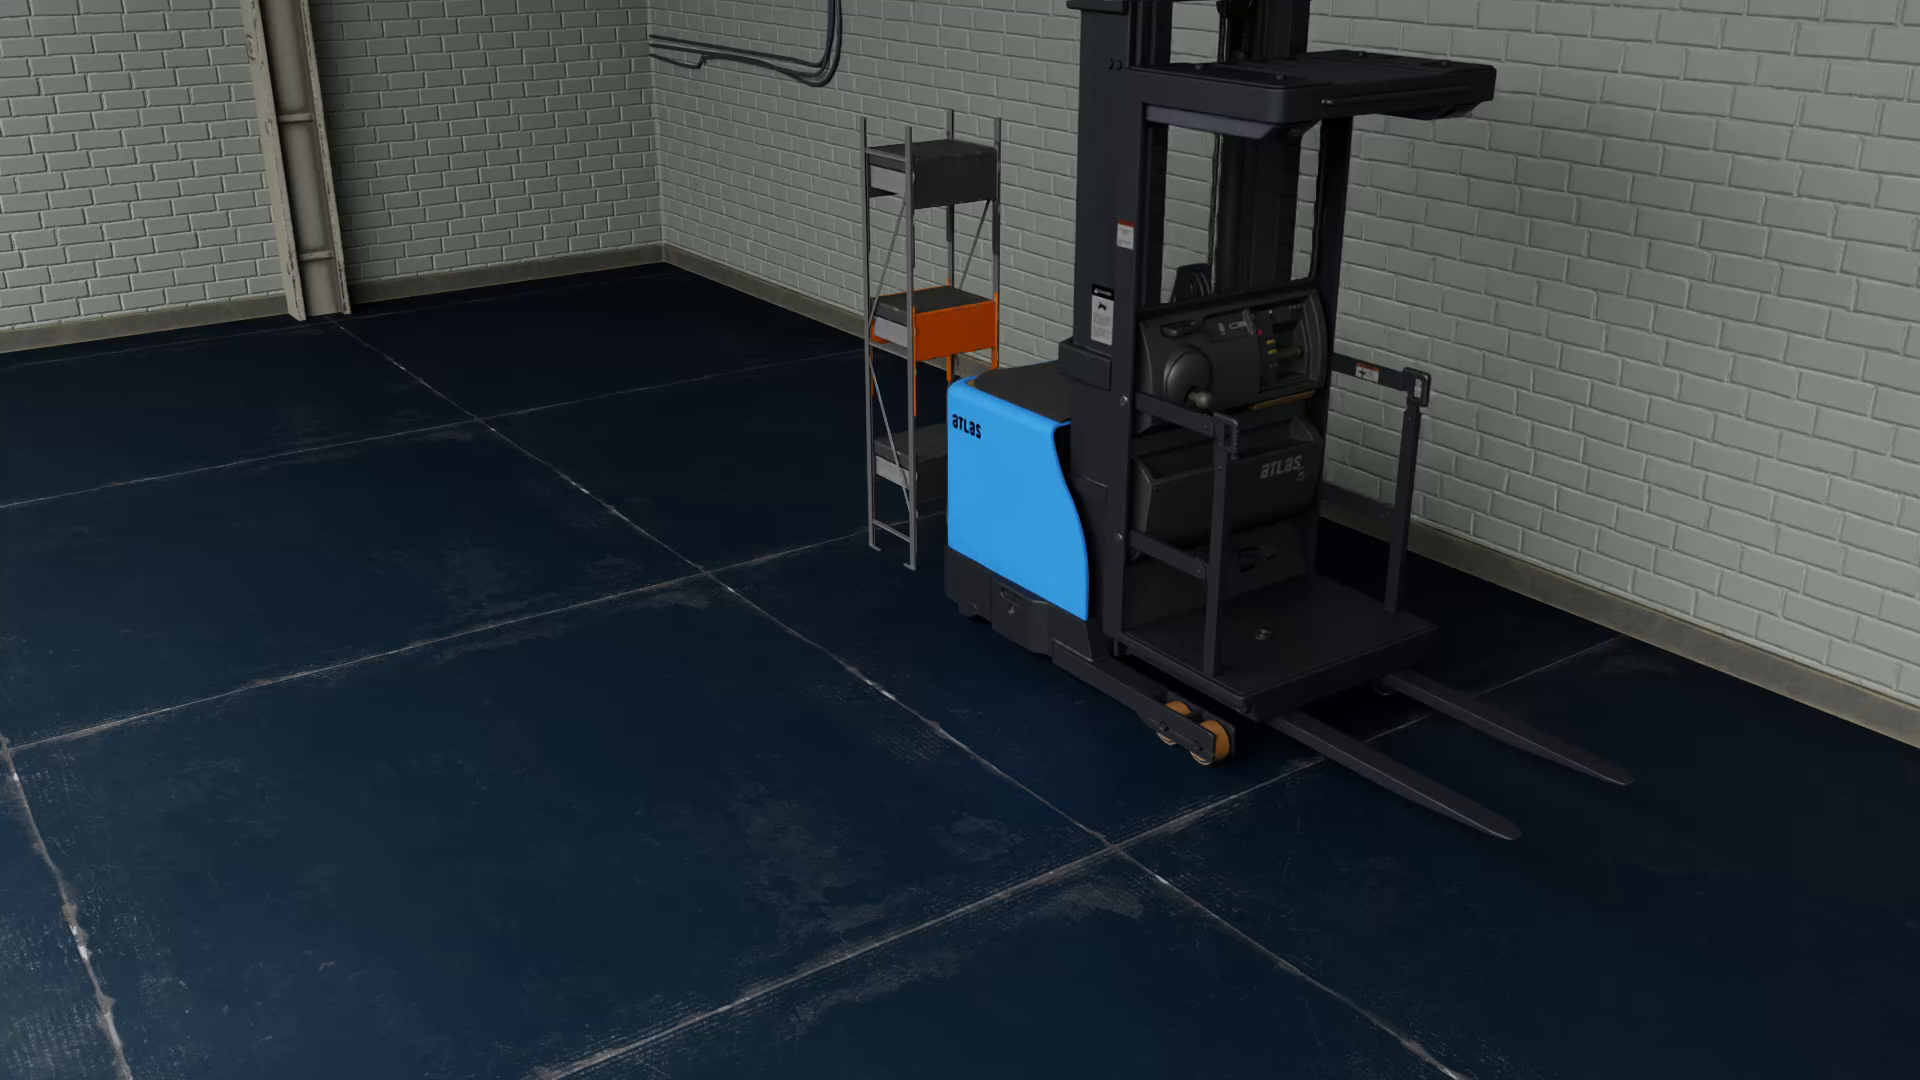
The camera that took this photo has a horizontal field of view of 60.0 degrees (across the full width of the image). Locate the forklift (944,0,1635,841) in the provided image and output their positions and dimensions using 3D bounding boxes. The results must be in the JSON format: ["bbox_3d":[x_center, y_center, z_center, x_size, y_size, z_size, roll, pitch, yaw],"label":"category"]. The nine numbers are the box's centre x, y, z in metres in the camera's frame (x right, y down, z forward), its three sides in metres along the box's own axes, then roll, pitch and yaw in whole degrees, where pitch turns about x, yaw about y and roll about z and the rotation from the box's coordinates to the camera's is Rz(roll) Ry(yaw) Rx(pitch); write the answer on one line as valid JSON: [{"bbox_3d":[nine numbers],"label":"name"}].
[{"bbox_3d":[1.185,-0.716,6.236,1.130,2.935,3.031,-15,26,-32],"label":"forklift"}]

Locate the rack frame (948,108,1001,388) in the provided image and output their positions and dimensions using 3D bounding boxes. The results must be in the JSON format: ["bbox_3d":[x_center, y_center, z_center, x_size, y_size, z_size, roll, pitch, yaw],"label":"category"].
[{"bbox_3d":[0.064,-0.992,8.050,0.015,2.100,0.400,-15,26,-33],"label":"rack frame"}]

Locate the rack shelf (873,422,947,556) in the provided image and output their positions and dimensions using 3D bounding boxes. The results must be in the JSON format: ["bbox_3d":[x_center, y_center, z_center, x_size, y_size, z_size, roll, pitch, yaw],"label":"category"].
[{"bbox_3d":[-0.134,-0.277,8.182,0.480,0.518,0.431,-15,26,-33],"label":"rack shelf"}]

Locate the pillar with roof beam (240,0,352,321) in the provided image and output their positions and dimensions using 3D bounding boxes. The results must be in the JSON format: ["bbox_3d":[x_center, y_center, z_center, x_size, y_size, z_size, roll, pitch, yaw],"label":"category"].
[{"bbox_3d":[-2.399,-4.627,7.850,0.400,9.000,9.100,-15,26,-33],"label":"pillar with roof beam"}]

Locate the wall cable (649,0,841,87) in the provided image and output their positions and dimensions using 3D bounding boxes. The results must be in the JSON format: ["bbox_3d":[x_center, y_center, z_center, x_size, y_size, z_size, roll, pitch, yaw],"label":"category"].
[{"bbox_3d":[-1.750,-4.720,12.272,0.112,2.526,3.097,-15,26,-33],"label":"wall cable"}]

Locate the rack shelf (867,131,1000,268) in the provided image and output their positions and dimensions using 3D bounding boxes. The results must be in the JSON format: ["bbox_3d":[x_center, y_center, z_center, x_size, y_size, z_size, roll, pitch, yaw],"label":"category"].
[{"bbox_3d":[-0.134,-1.577,7.663,0.480,0.518,0.431,-15,26,-33],"label":"rack shelf"}]

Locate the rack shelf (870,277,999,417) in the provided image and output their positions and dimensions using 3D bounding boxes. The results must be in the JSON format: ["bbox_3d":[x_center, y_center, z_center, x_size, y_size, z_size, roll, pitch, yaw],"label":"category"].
[{"bbox_3d":[-0.134,-0.927,7.922,0.480,0.518,0.431,-15,26,-33],"label":"rack shelf"}]

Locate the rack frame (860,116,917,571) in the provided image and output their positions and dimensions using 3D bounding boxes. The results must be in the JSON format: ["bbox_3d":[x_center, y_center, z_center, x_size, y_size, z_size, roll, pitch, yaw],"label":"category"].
[{"bbox_3d":[-0.332,-0.887,7.785,0.015,2.100,0.400,-15,26,-33],"label":"rack frame"}]

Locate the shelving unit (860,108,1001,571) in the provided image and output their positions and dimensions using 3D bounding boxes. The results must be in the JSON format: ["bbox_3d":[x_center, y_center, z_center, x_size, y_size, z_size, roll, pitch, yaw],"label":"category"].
[{"bbox_3d":[-0.134,-0.939,7.917,0.503,2.100,0.431,-15,26,-33],"label":"shelving unit"}]
